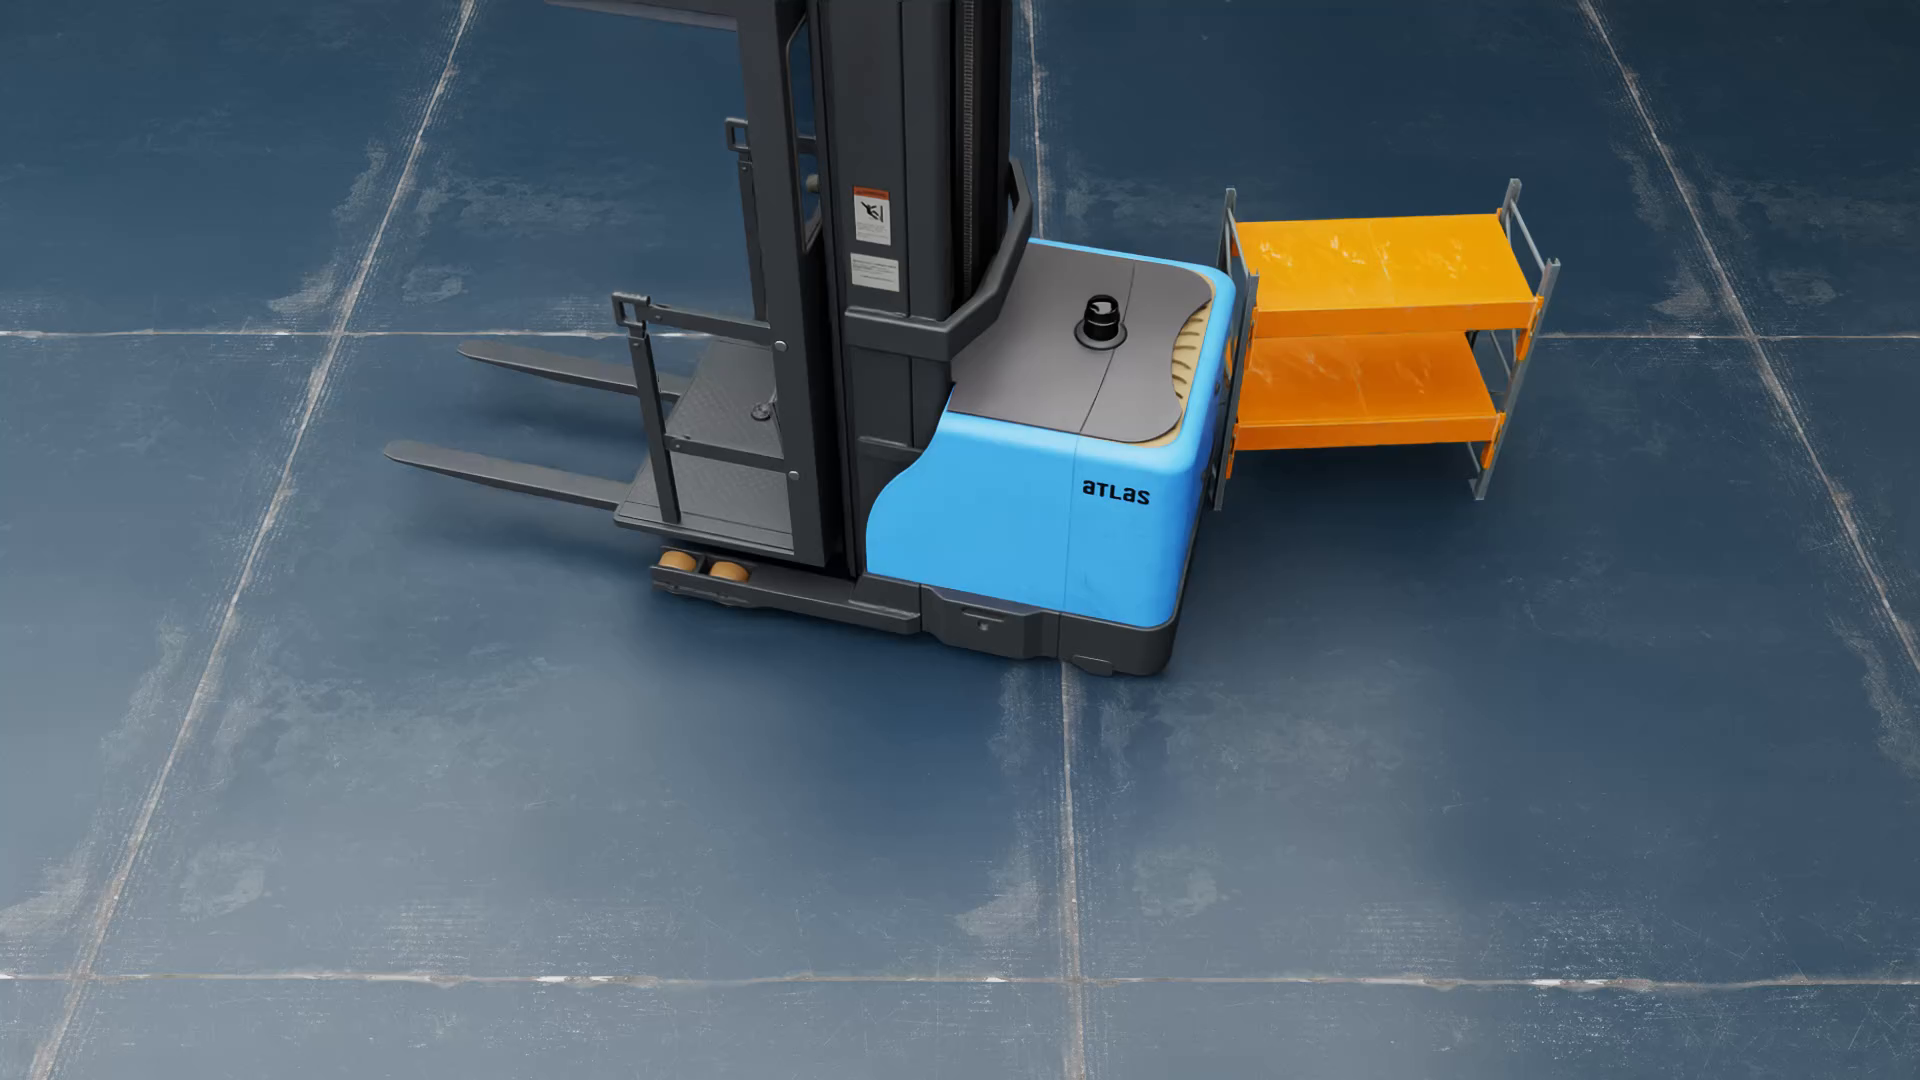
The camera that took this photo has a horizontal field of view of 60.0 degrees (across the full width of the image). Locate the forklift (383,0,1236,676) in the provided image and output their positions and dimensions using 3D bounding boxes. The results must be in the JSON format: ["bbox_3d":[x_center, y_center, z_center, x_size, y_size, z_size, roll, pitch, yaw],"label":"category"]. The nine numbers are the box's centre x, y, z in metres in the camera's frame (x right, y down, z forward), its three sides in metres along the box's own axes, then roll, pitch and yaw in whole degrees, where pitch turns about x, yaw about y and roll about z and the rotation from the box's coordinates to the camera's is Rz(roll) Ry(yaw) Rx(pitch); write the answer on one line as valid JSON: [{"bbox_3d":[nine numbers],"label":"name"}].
[{"bbox_3d":[-0.625,-1.124,5.293,3.031,2.935,1.130,11,48,10],"label":"forklift"}]

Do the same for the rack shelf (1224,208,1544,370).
[{"bbox_3d":[1.476,-0.897,5.916,1.000,0.278,0.538,-2,47,-2],"label":"rack shelf"}]

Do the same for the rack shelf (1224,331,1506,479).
[{"bbox_3d":[1.476,-0.531,6.309,1.000,0.278,0.538,-2,47,-2],"label":"rack shelf"}]

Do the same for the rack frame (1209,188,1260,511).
[{"bbox_3d":[0.968,-0.676,6.111,0.032,1.125,0.500,-2,47,-2],"label":"rack frame"}]

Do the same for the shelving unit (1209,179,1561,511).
[{"bbox_3d":[1.476,-0.697,6.130,1.048,1.125,0.538,-2,47,-2],"label":"shelving unit"}]

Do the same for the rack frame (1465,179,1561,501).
[{"bbox_3d":[1.984,-0.718,6.150,0.032,1.125,0.500,-2,47,-2],"label":"rack frame"}]
